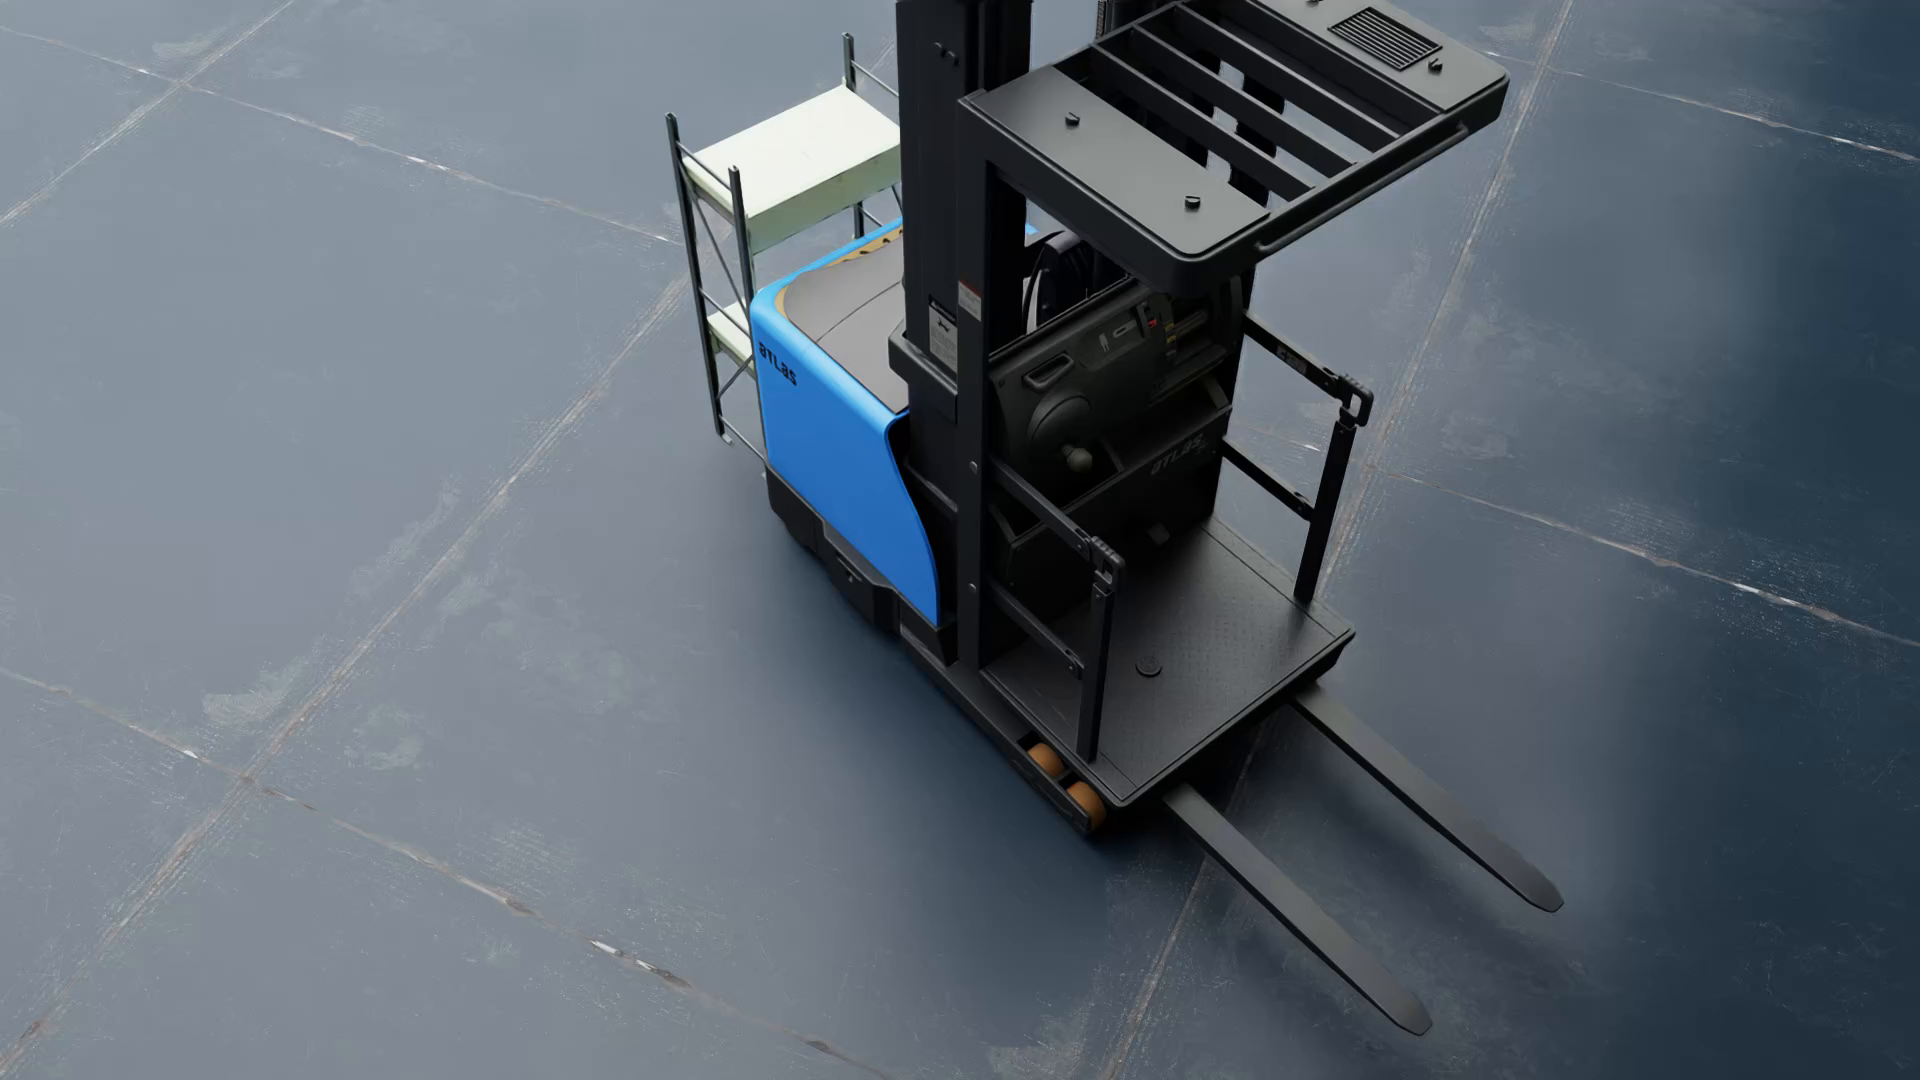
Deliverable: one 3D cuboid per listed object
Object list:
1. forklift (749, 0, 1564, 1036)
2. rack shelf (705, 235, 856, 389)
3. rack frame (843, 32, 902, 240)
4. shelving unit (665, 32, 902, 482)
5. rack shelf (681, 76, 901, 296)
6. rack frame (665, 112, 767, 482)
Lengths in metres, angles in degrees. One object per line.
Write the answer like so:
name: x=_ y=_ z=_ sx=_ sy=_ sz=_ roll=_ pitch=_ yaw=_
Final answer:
forklift: x=0.606 y=-0.437 z=4.697 sx=1.130 sy=2.935 sz=3.031 roll=-32 pitch=57 yaw=-24
rack shelf: x=-0.555 y=-0.771 z=6.349 sx=0.720 sy=0.370 sz=0.431 roll=-32 pitch=57 yaw=-24
rack frame: x=-0.273 y=-1.160 z=6.252 sx=0.023 sy=1.500 sz=0.400 roll=-32 pitch=57 yaw=-24
shelving unit: x=-0.555 y=-0.982 z=6.101 sx=0.755 sy=1.500 sz=0.431 roll=-32 pitch=57 yaw=-24
rack shelf: x=-0.555 y=-1.235 z=5.804 sx=0.720 sy=0.370 sz=0.431 roll=-32 pitch=57 yaw=-24
rack frame: x=-0.837 y=-0.804 z=5.950 sx=0.023 sy=1.500 sz=0.400 roll=-32 pitch=57 yaw=-24
